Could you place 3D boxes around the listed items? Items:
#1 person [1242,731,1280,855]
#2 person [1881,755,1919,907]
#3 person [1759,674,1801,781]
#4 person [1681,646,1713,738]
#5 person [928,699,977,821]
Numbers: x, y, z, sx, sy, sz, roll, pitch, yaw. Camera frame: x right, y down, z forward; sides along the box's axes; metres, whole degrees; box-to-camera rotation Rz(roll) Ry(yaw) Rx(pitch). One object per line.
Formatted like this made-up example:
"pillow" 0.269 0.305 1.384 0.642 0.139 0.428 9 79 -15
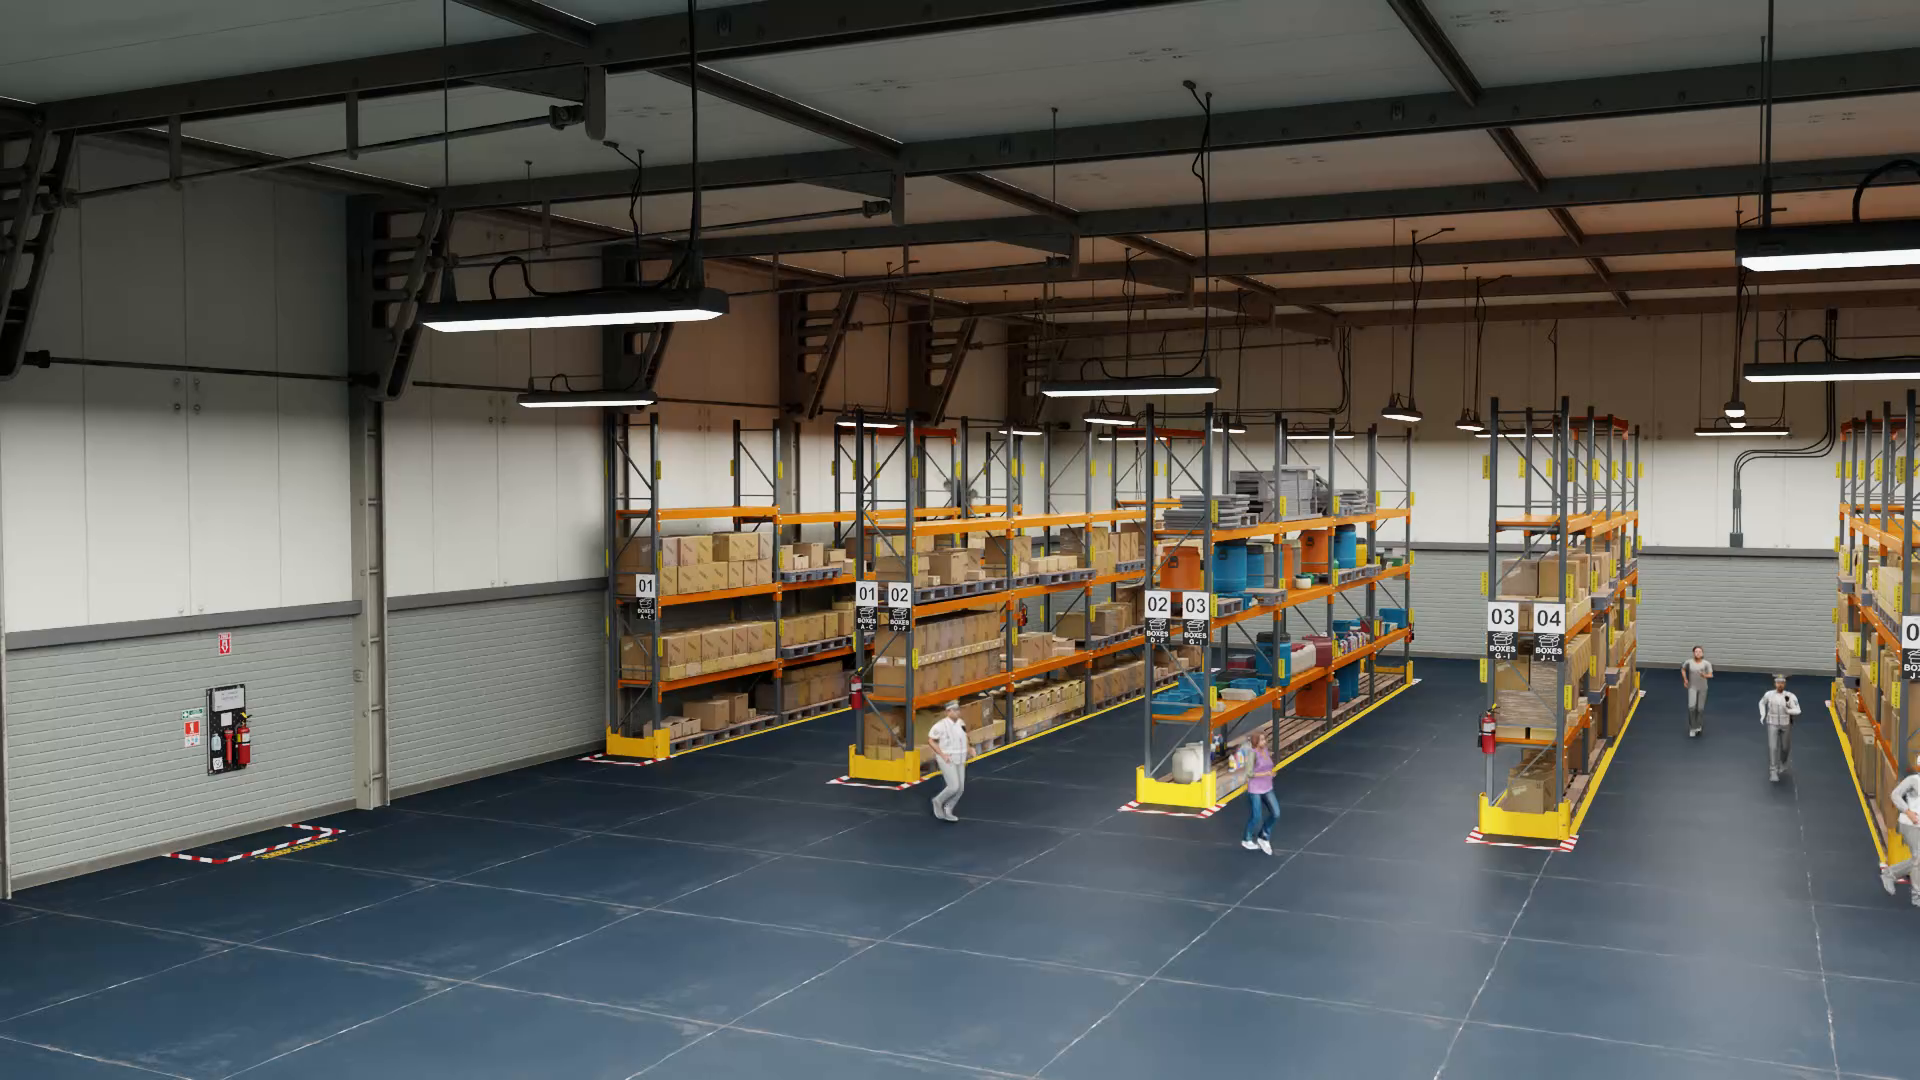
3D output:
"person" 3.926 3.291 21.647 0.517 1.608 0.639 -2 3 -35
"person" 11.138 3.321 19.287 0.717 1.748 0.787 -1 3 -22
"person" 13.243 3.000 26.876 0.610 1.684 0.918 1 3 26
"person" 13.880 2.861 31.315 0.547 1.703 0.705 1 3 22
"person" -0.069 3.131 23.614 0.541 1.737 0.637 2 3 45
